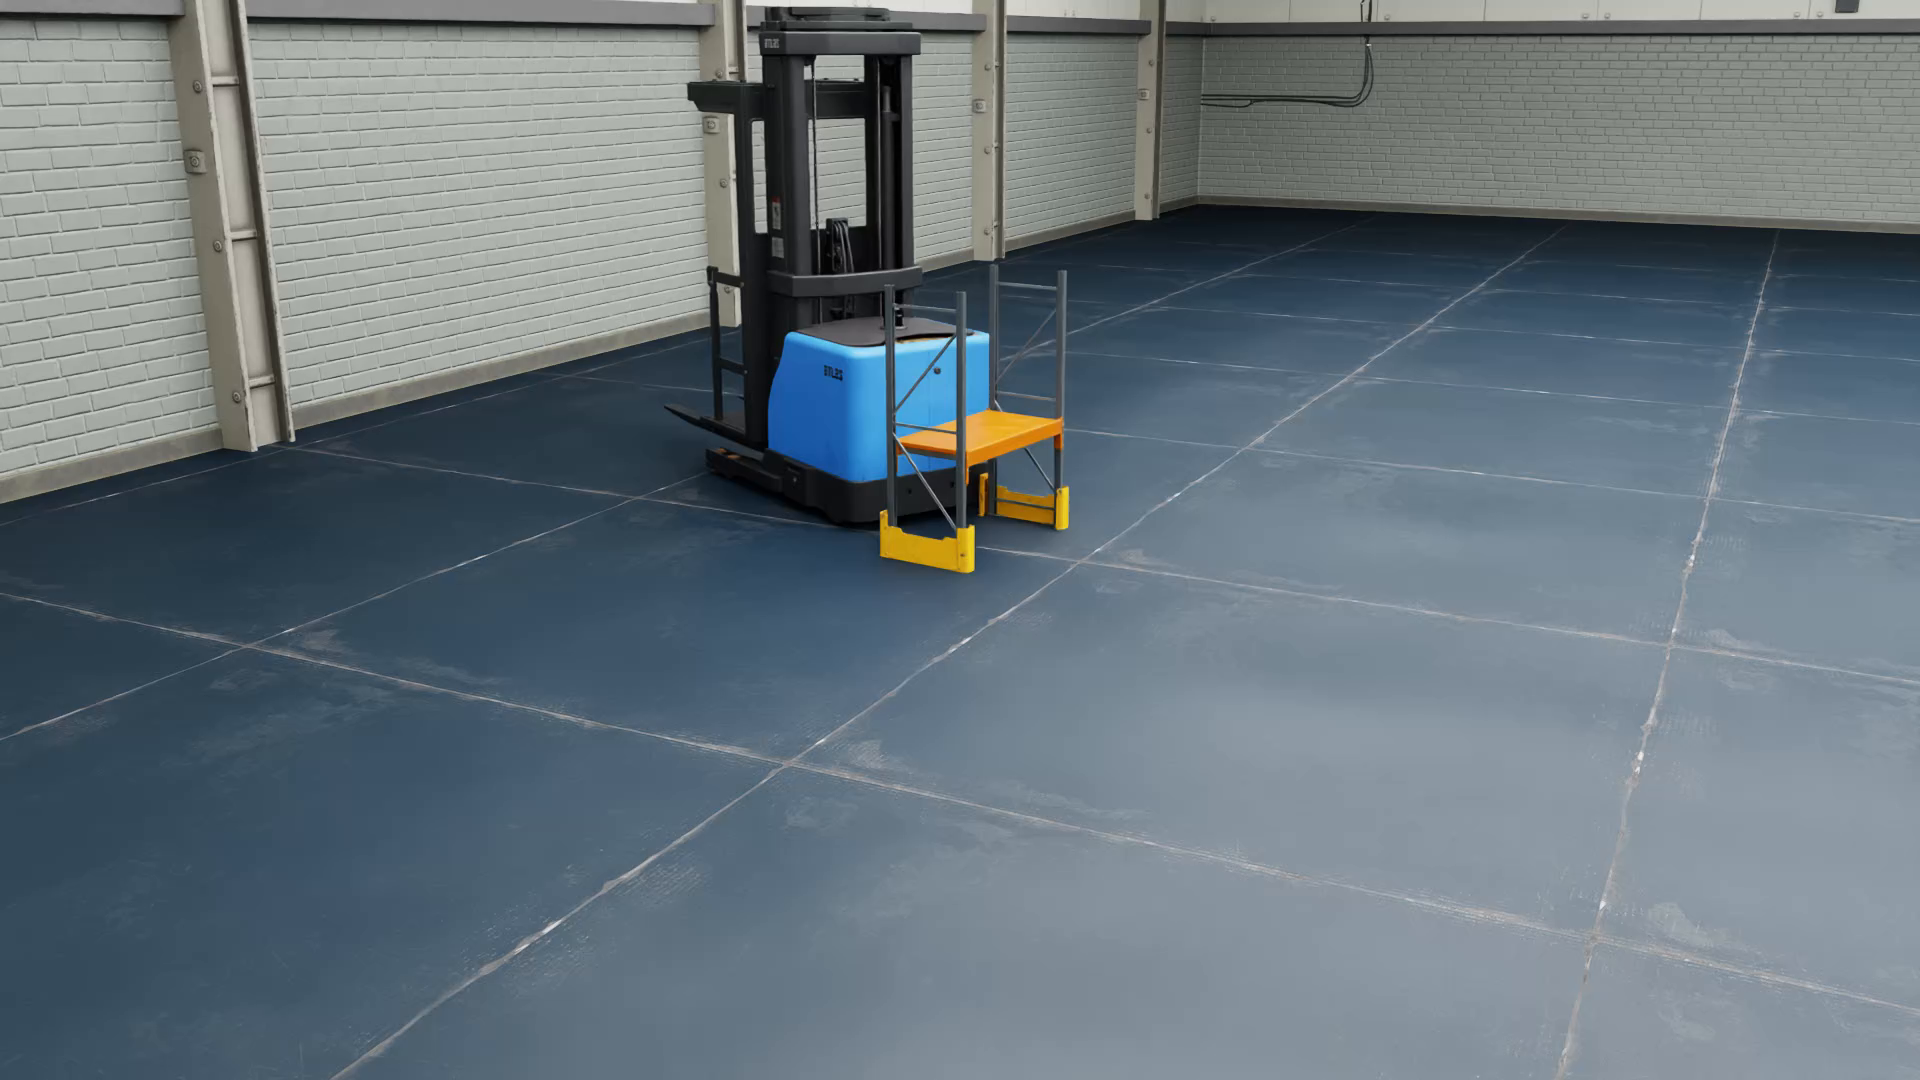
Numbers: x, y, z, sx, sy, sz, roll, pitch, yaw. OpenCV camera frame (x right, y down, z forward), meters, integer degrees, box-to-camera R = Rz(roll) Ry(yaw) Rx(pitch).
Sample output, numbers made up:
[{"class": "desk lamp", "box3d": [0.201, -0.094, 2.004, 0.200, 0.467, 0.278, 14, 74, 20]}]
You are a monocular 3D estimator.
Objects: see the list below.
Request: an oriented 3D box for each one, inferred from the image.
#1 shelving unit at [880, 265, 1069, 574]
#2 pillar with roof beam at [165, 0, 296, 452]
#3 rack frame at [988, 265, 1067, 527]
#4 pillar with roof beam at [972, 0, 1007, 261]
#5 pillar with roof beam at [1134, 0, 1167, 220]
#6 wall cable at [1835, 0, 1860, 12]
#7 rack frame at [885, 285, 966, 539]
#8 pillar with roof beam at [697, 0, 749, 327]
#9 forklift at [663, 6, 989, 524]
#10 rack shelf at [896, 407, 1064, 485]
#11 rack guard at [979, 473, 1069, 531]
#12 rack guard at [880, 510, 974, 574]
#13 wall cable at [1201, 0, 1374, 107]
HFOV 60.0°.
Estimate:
[{"class": "shelving unit", "box3d": [0.096, -0.709, 9.279, 0.587, 1.500, 1.083, 11, 20, 32]}, {"class": "pillar with roof beam", "box3d": [-1.136, -4.450, 8.701, 9.100, 9.000, 0.400, 8, 18, 25]}, {"class": "rack frame", "box3d": [0.386, -0.832, 9.690, 0.500, 1.500, 0.032, 11, 20, 32]}, {"class": "pillar with roof beam", "box3d": [4.226, -7.506, 18.992, 9.100, 9.000, 0.400, 8, 18, 25]}, {"class": "pillar with roof beam", "box3d": [6.907, -9.035, 24.138, 9.100, 9.000, 0.400, 8, 18, 25]}, {"class": "wall cable", "box3d": [14.041, -10.583, 23.378, 2.305, 6.003, 0.169, 8, 18, 25]}, {"class": "rack frame", "box3d": [-0.183, -0.592, 8.882, 0.500, 1.500, 0.032, 11, 20, 32]}, {"class": "pillar with roof beam", "box3d": [1.545, -5.978, 13.847, 9.100, 9.000, 0.400, 8, 18, 25]}, {"class": "forklift", "box3d": [-1.023, -1.866, 10.658, 1.130, 2.935, 3.031, -11, 20, -33]}, {"class": "rack shelf", "box3d": [0.102, -0.539, 9.337, 0.538, 0.185, 1.000, 11, 20, 32]}, {"class": "rack guard", "box3d": [0.375, -0.228, 9.852, 0.587, 0.250, 0.087, 11, 20, 32]}, {"class": "rack guard", "box3d": [-0.182, 0.007, 9.061, 0.587, 0.250, 0.087, 11, 20, 32]}, {"class": "wall cable", "box3d": [5.555, -8.676, 28.384, 3.097, 2.526, 0.112, 8, 18, 25]}]
